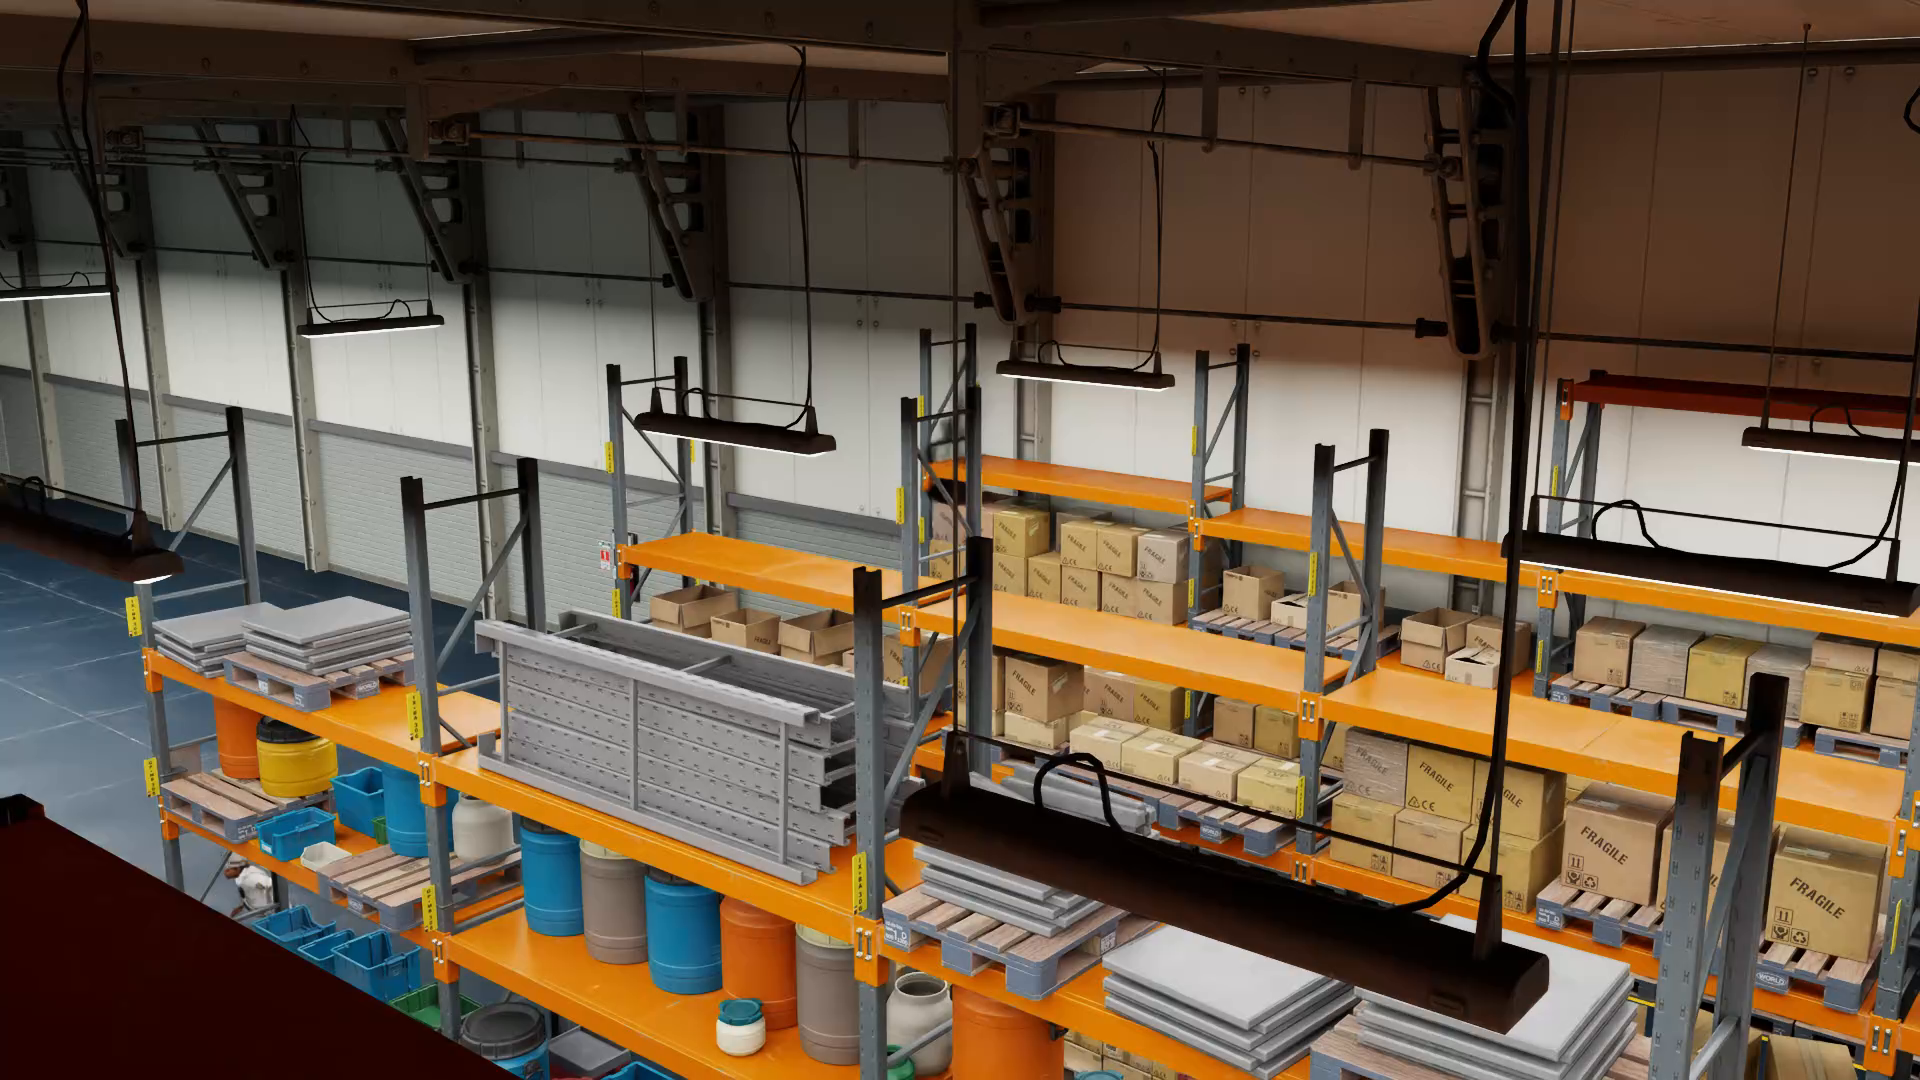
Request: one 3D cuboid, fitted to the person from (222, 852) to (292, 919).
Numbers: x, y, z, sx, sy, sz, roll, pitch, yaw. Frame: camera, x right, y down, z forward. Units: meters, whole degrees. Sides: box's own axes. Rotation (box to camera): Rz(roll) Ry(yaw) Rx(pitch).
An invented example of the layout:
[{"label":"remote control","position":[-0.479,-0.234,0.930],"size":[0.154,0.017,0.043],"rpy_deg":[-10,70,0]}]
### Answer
[{"label":"person","position":[-6.624,3.741,16.230],"size":[0.985,1.625,0.618],"rpy_deg":[-8,15,-31]}]
